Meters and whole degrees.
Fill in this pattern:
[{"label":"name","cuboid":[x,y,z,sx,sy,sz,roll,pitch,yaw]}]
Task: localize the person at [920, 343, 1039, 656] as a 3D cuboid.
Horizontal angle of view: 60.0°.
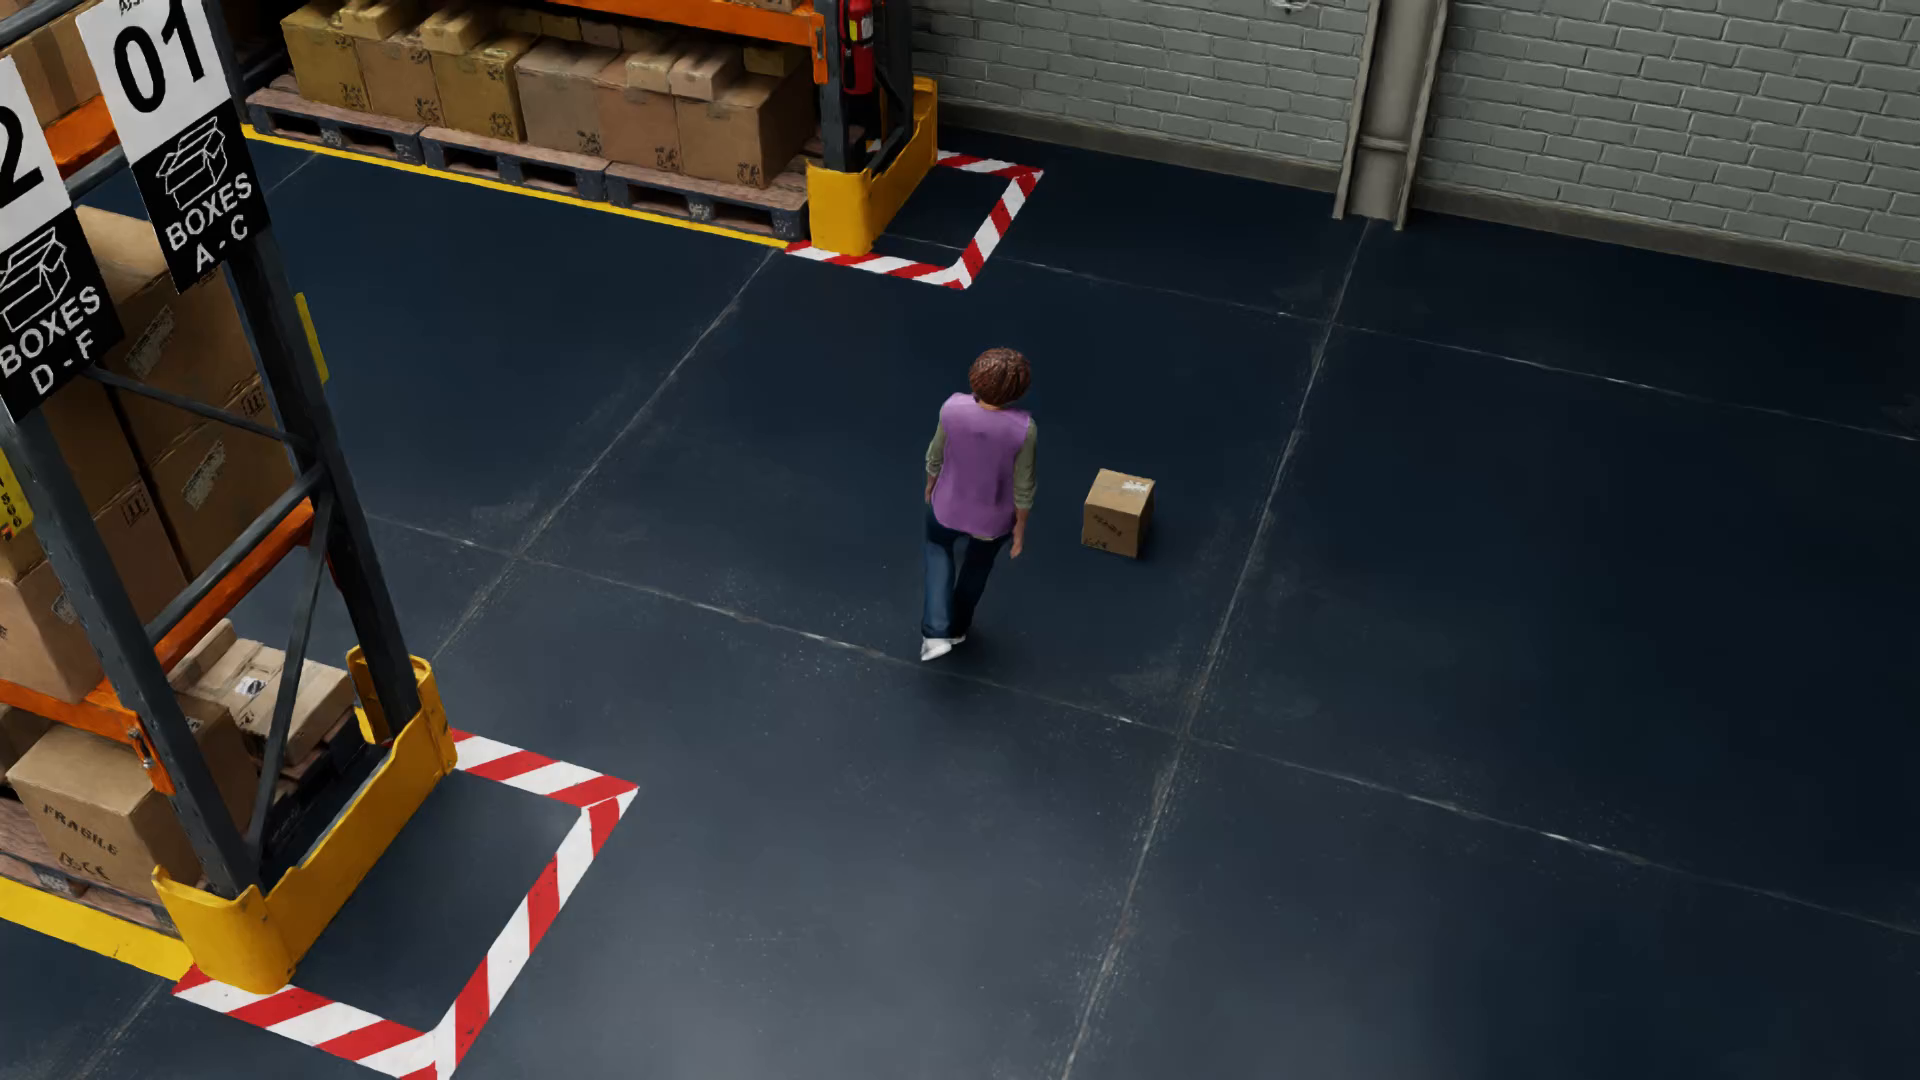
[{"label":"person","cuboid":[0.073,-0.118,6.319,0.465,1.562,0.527,10,43,10]}]
